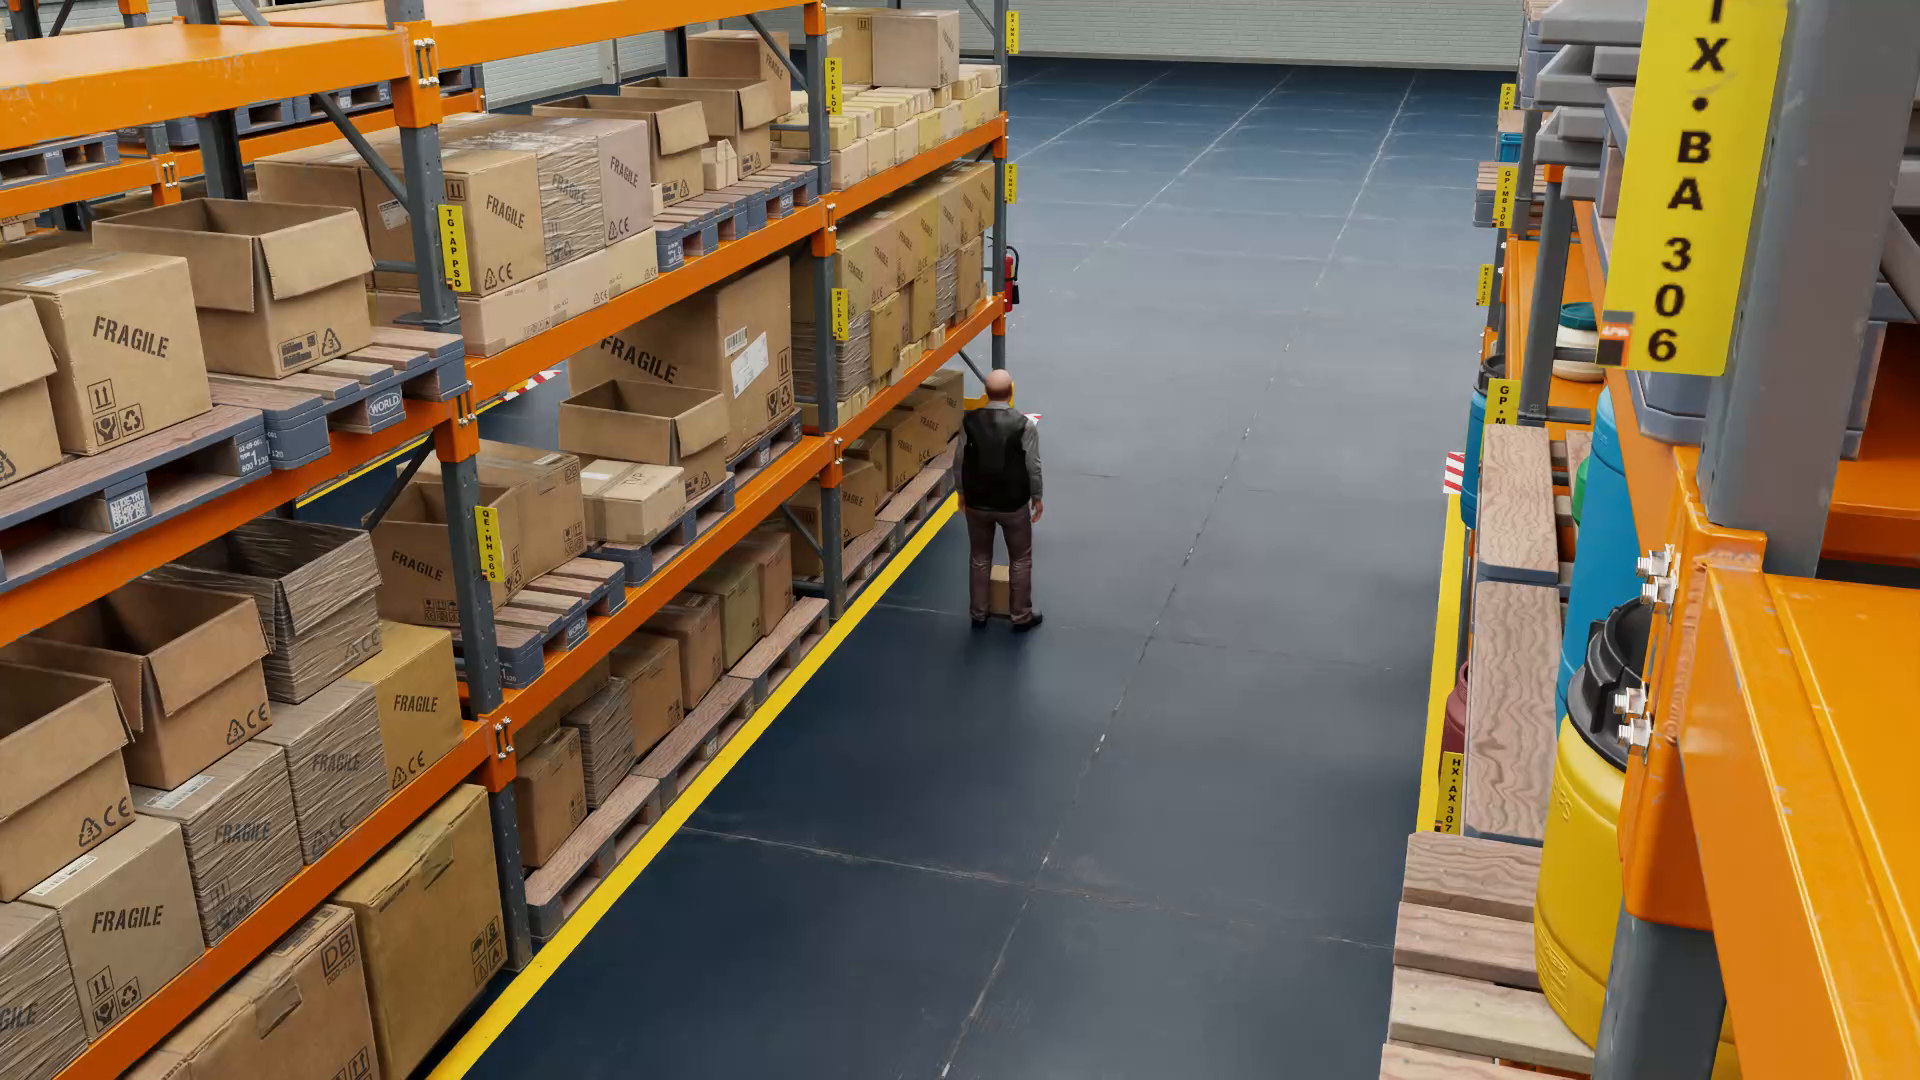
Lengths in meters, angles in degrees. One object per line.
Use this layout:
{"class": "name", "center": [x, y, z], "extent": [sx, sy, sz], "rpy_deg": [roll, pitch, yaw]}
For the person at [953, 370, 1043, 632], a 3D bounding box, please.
{"class": "person", "center": [0.244, -0.241, 10.722], "extent": [0.584, 1.721, 0.412], "rpy_deg": [6, 23, 15]}
